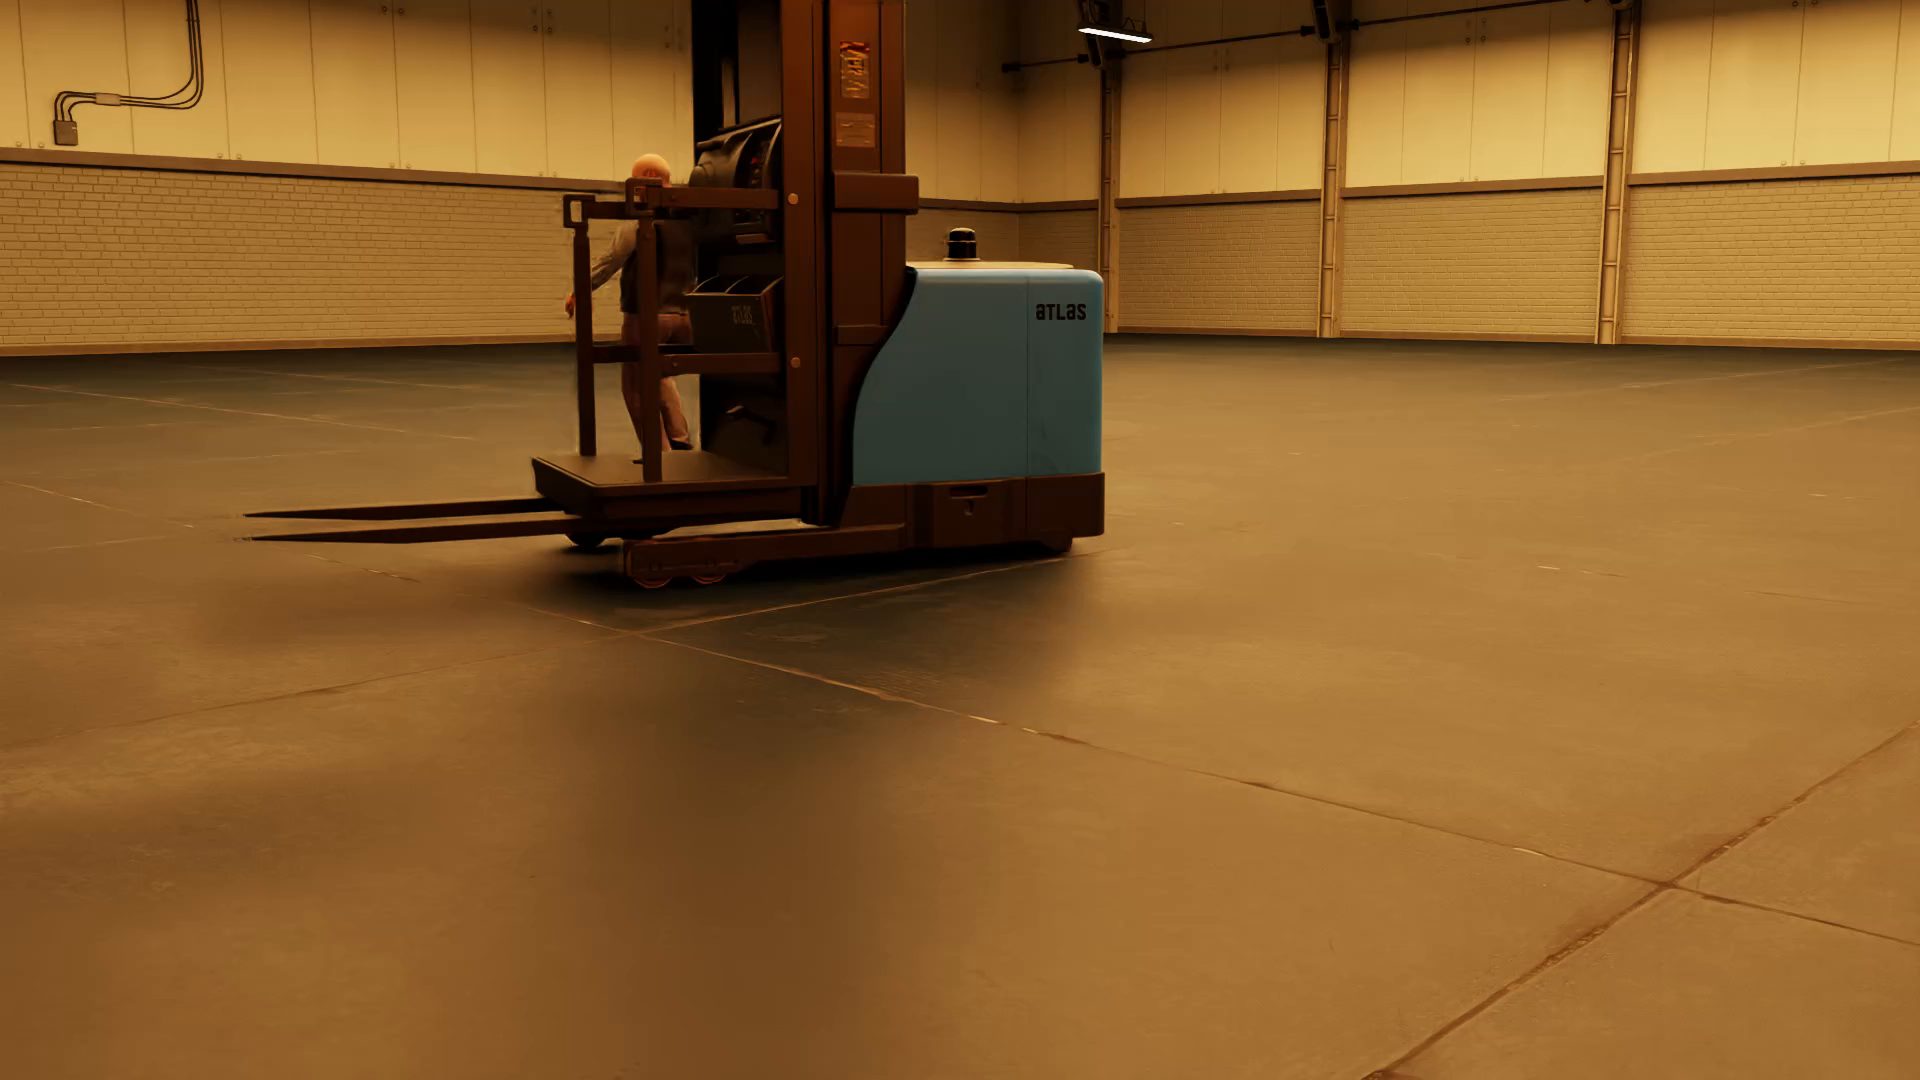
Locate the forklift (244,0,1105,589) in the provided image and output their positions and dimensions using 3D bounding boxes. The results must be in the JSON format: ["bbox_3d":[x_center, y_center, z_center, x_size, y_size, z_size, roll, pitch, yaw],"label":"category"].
[{"bbox_3d":[-1.004,-1.374,5.997,3.031,2.935,1.130,-4,9,-25],"label":"forklift"}]

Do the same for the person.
[{"bbox_3d":[-1.642,-1.147,8.757,0.497,1.729,0.843,8,11,41],"label":"person"}]
